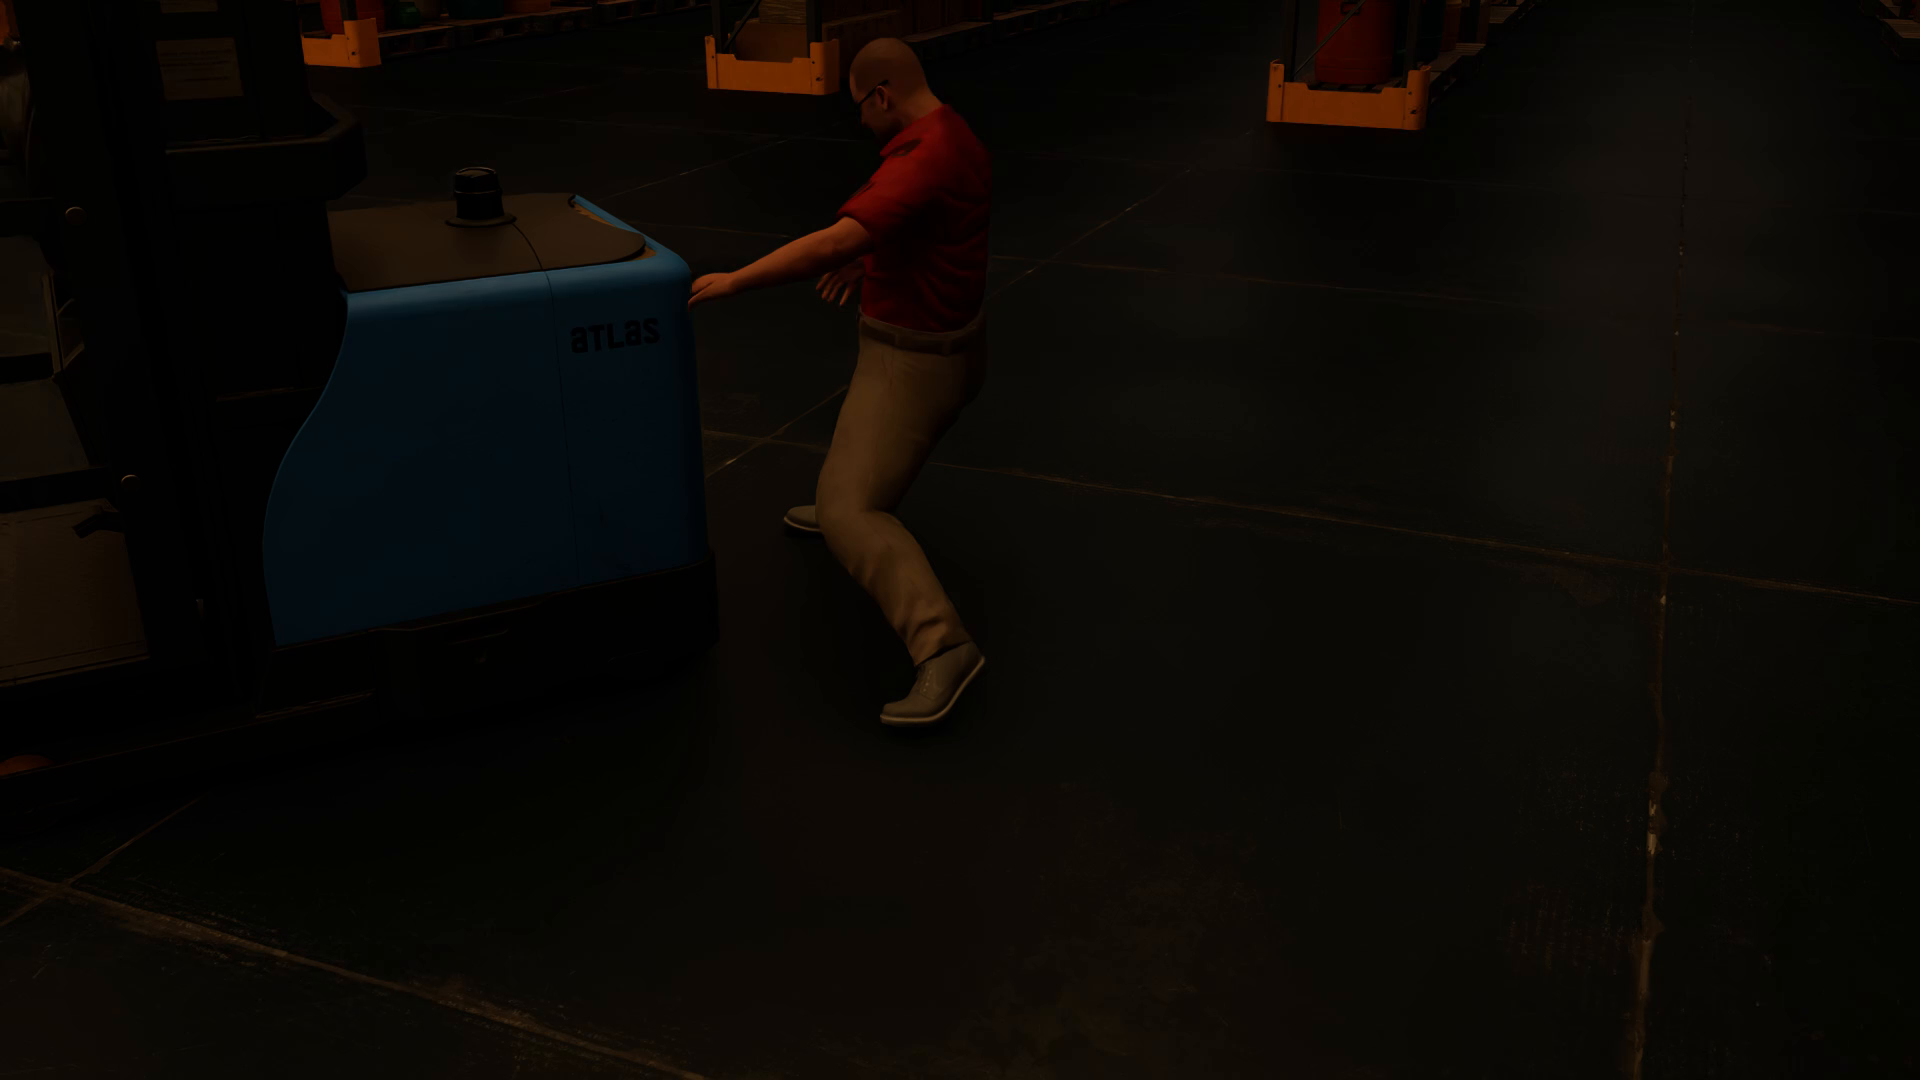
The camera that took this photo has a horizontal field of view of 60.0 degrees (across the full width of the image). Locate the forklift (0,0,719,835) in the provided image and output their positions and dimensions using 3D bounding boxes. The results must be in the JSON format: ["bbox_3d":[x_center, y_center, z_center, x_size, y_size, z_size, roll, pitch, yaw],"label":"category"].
[{"bbox_3d":[-2.167,-0.917,3.485,3.031,2.935,1.130,-12,25,-26],"label":"forklift"}]

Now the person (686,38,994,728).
[{"bbox_3d":[-0.256,-0.502,4.317,0.923,1.538,1.270,7,24,17],"label":"person"}]
